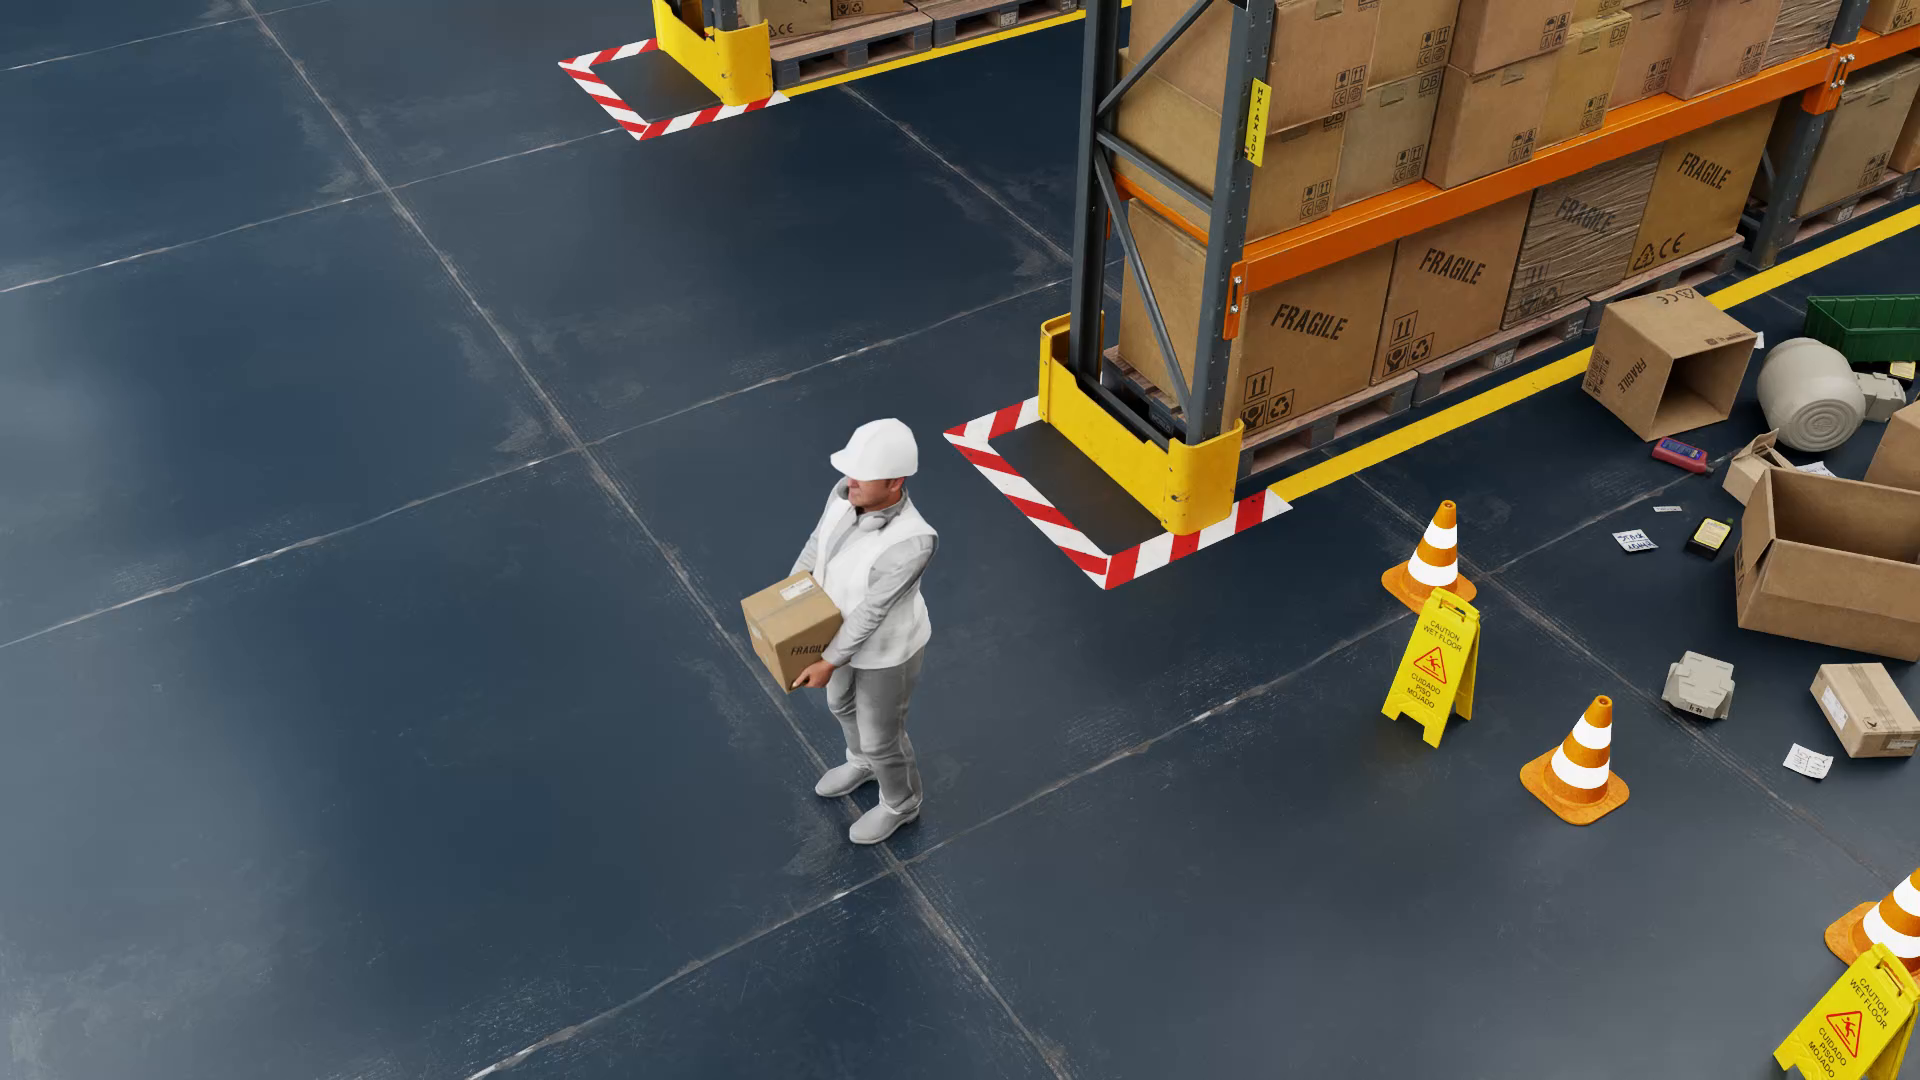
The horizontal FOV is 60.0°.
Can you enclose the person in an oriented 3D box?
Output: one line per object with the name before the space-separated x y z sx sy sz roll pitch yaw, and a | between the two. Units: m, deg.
person | -0.379 0.357 5.725 0.548 1.764 0.494 -22 45 -23
